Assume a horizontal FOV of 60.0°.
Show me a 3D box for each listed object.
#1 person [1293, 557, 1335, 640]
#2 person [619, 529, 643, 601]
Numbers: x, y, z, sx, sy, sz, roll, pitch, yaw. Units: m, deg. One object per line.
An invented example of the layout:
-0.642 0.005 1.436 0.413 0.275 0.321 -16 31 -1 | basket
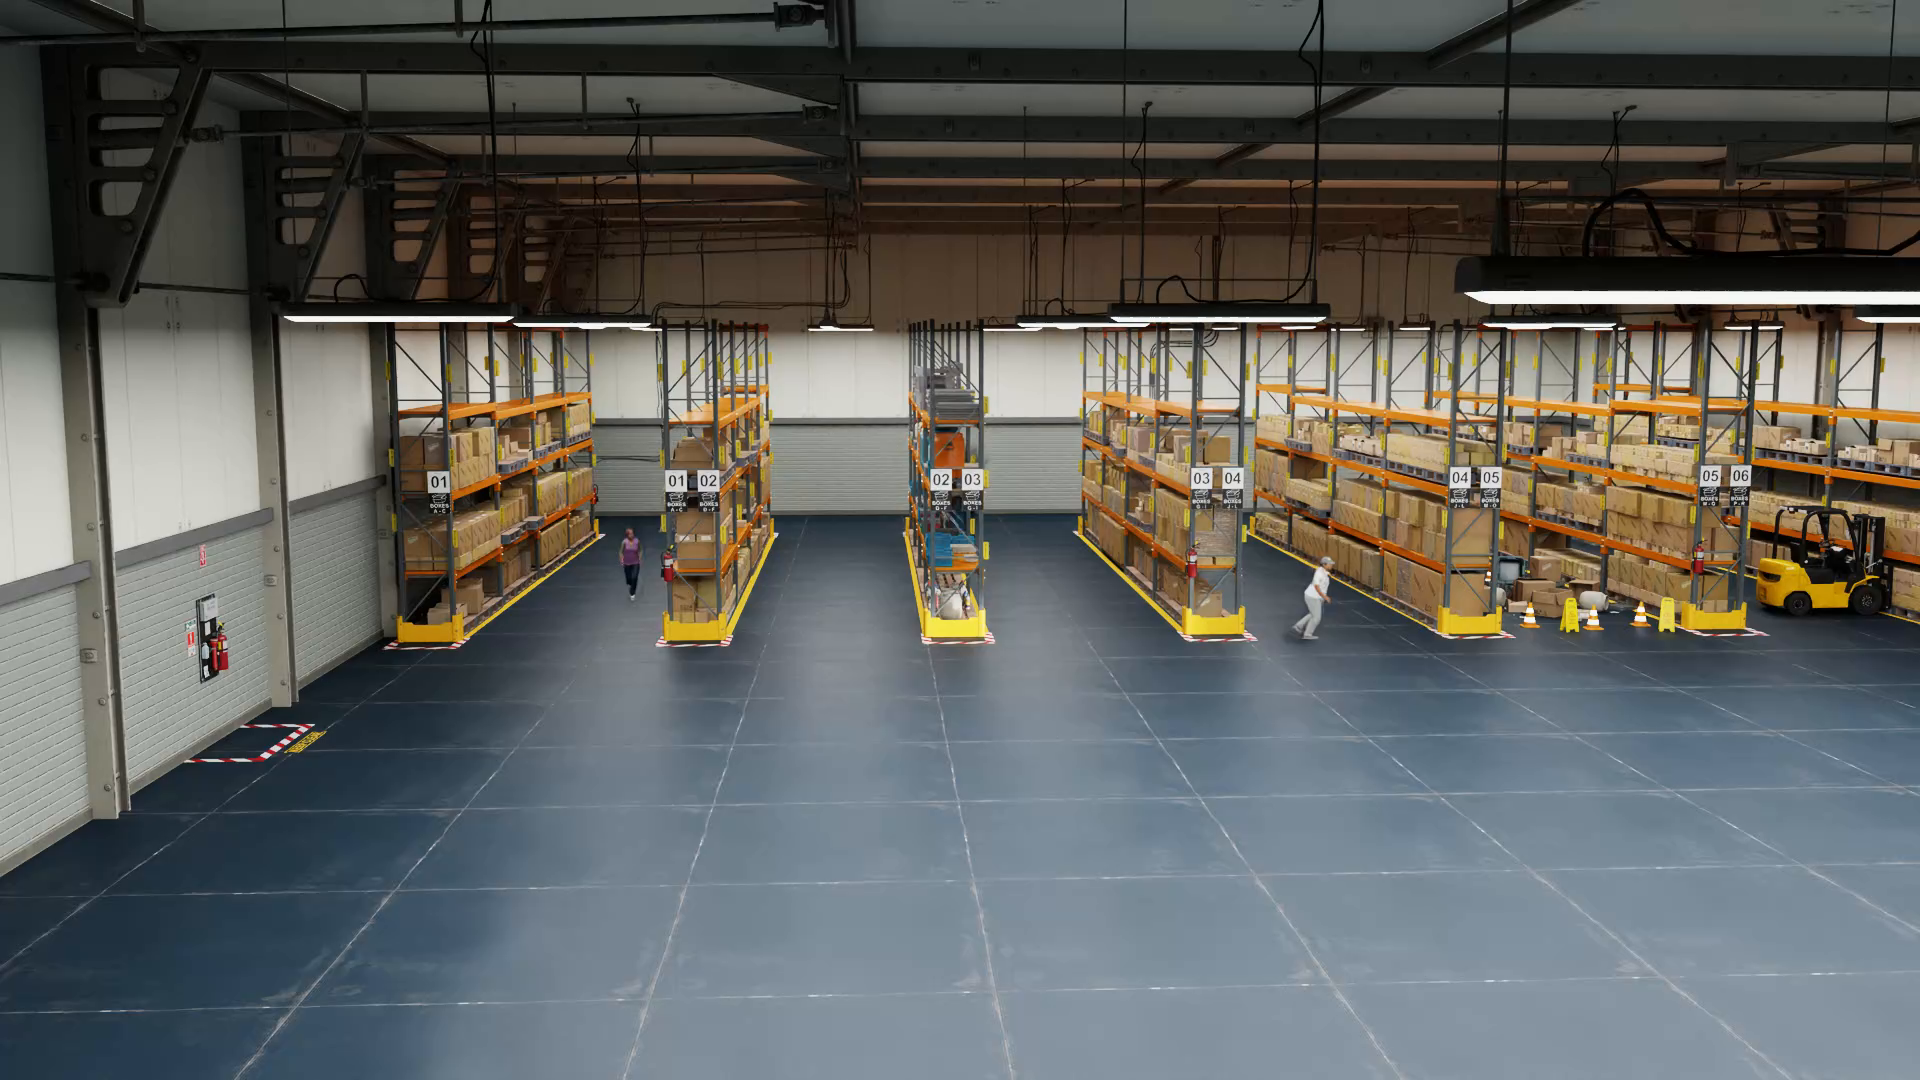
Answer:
6.657 1.084 31.259 0.782 1.585 0.594 3 8 21 | person
-7.124 0.515 36.072 0.516 1.560 0.660 -1 7 -10 | person
